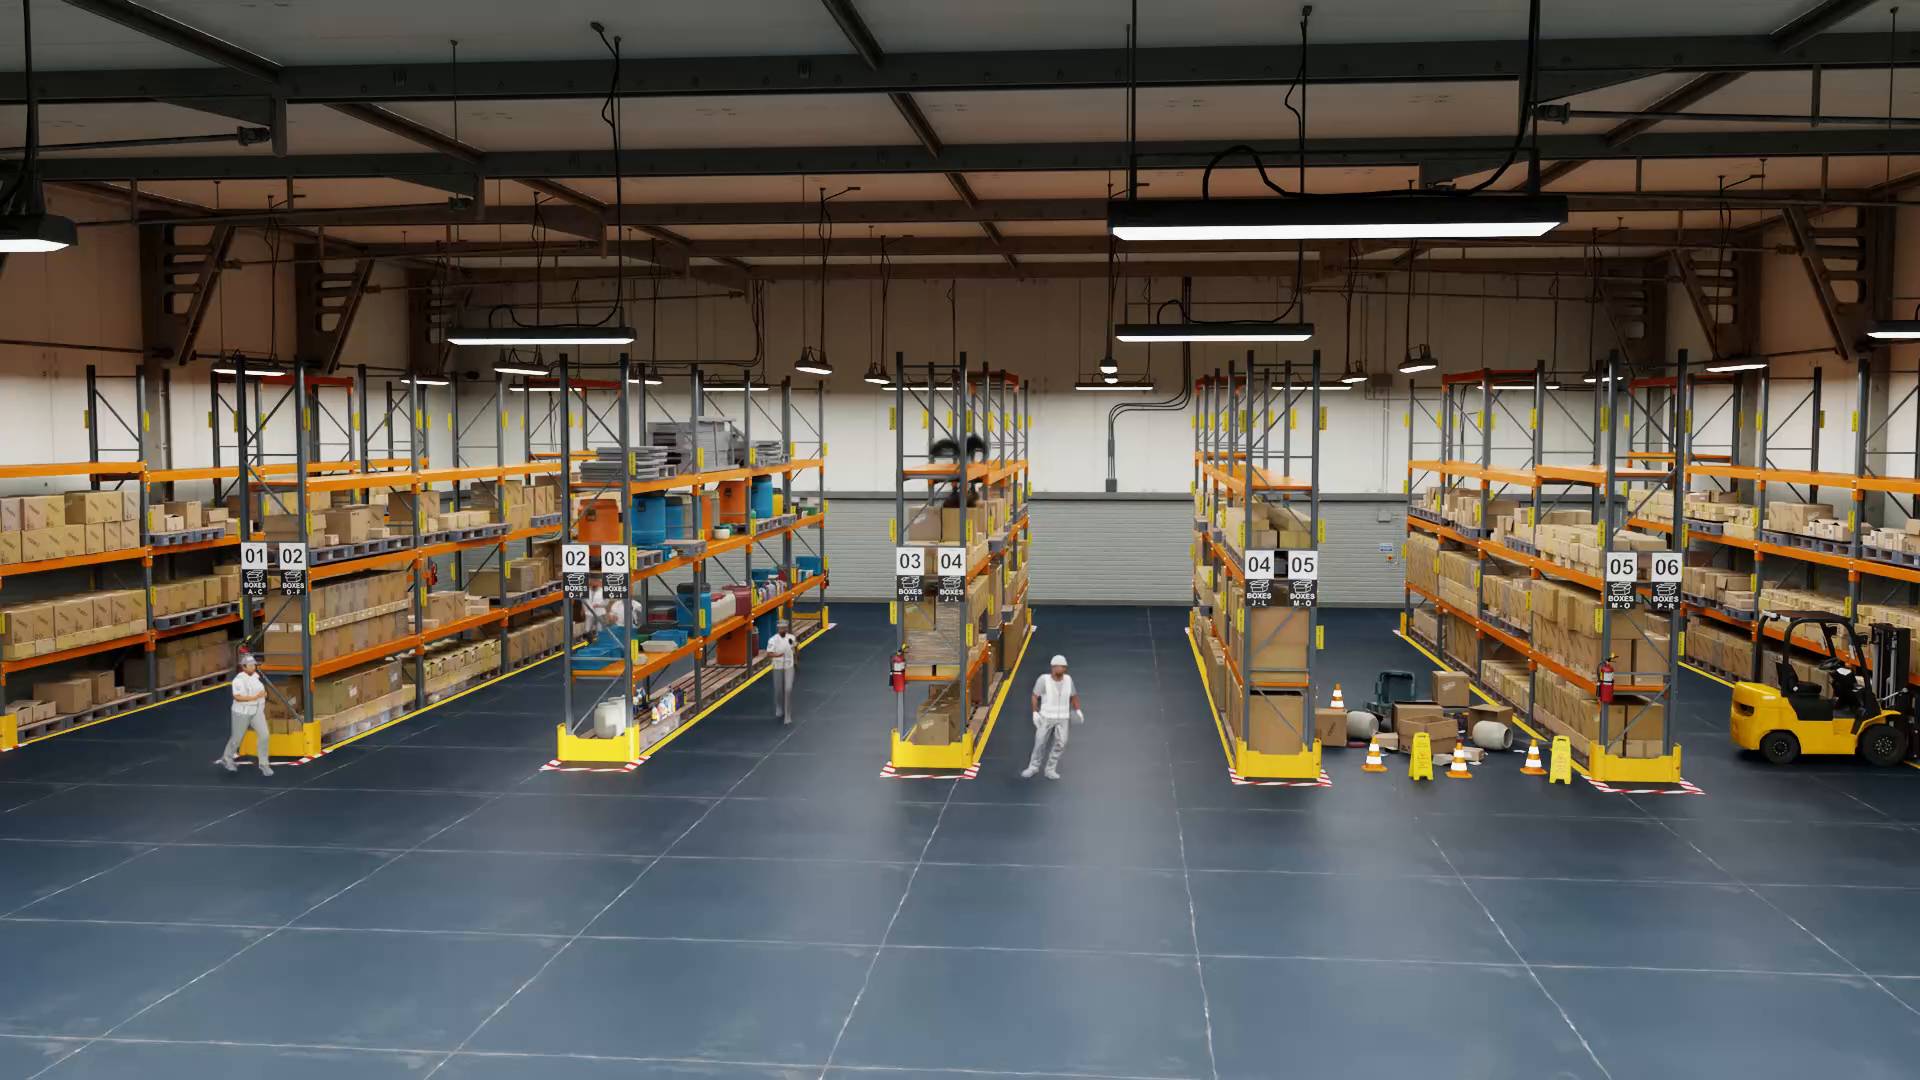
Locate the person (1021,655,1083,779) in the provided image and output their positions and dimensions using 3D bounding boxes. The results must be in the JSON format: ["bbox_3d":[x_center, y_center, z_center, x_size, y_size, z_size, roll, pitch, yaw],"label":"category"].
[{"bbox_3d":[1.280,2.482,23.170,0.788,1.745,0.575,-1,4,-19],"label":"person"}]

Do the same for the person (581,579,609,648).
[{"bbox_3d":[-7.821,1.592,35.527,0.649,1.732,0.648,0,4,0],"label":"person"}]

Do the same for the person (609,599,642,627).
[{"bbox_3d":[-6.531,1.821,32.508,0.616,1.838,0.855,1,4,13],"label":"person"}]

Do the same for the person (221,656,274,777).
[{"bbox_3d":[-10.118,2.489,23.564,0.855,1.712,0.570,2,5,26],"label":"person"}]

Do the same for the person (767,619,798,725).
[{"bbox_3d":[-2.964,2.174,27.807,0.536,1.741,0.861,-1,4,-9],"label":"person"}]
